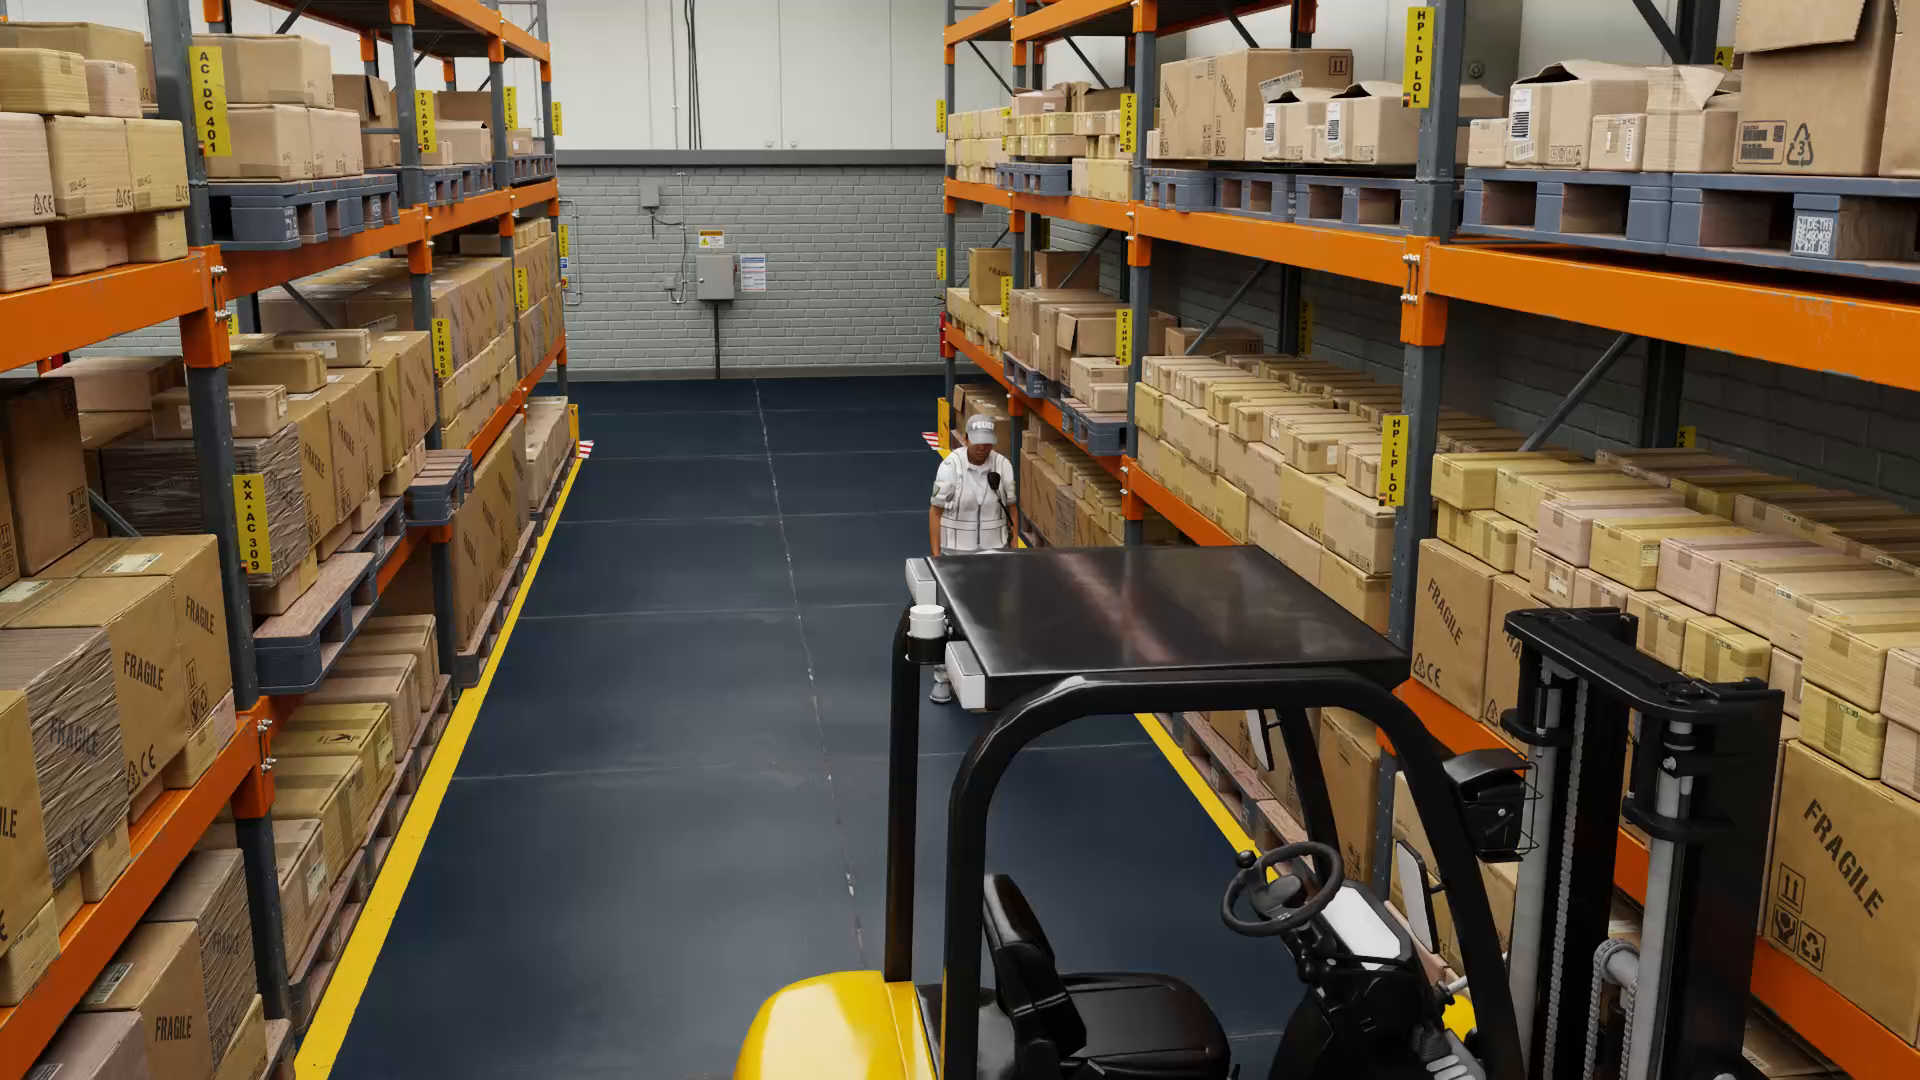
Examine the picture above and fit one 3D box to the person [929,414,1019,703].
[{"bbox_3d":[0.079,0.091,9.587,0.541,1.667,0.466,-2,13,-10],"label":"person"}]
